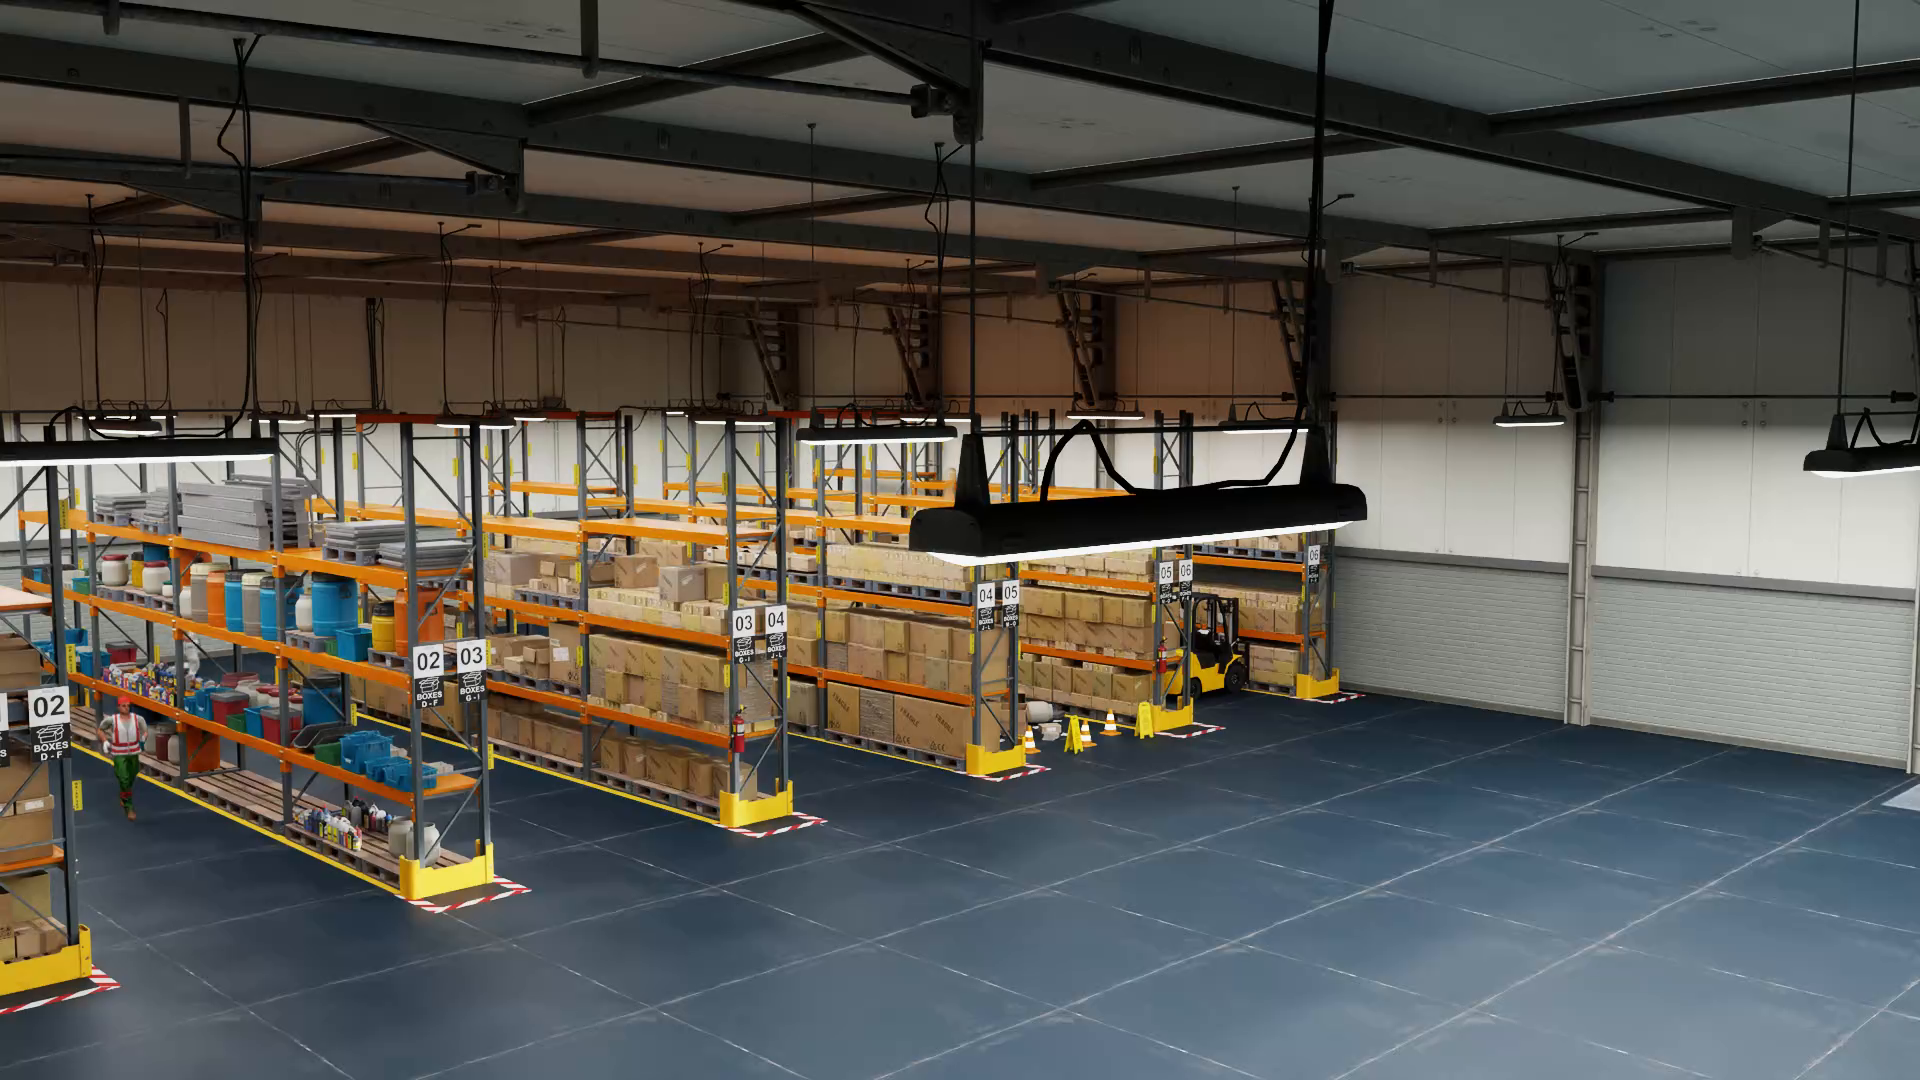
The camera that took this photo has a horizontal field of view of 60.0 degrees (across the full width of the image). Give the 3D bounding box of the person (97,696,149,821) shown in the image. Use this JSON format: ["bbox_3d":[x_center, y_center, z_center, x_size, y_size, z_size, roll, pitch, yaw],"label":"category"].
[{"bbox_3d":[-12.567,3.245,25.059,0.652,1.805,0.983,-5,7,-43],"label":"person"}]

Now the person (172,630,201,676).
[{"bbox_3d":[-16.846,2.334,36.129,0.607,1.745,0.656,-4,6,-36],"label":"person"}]
